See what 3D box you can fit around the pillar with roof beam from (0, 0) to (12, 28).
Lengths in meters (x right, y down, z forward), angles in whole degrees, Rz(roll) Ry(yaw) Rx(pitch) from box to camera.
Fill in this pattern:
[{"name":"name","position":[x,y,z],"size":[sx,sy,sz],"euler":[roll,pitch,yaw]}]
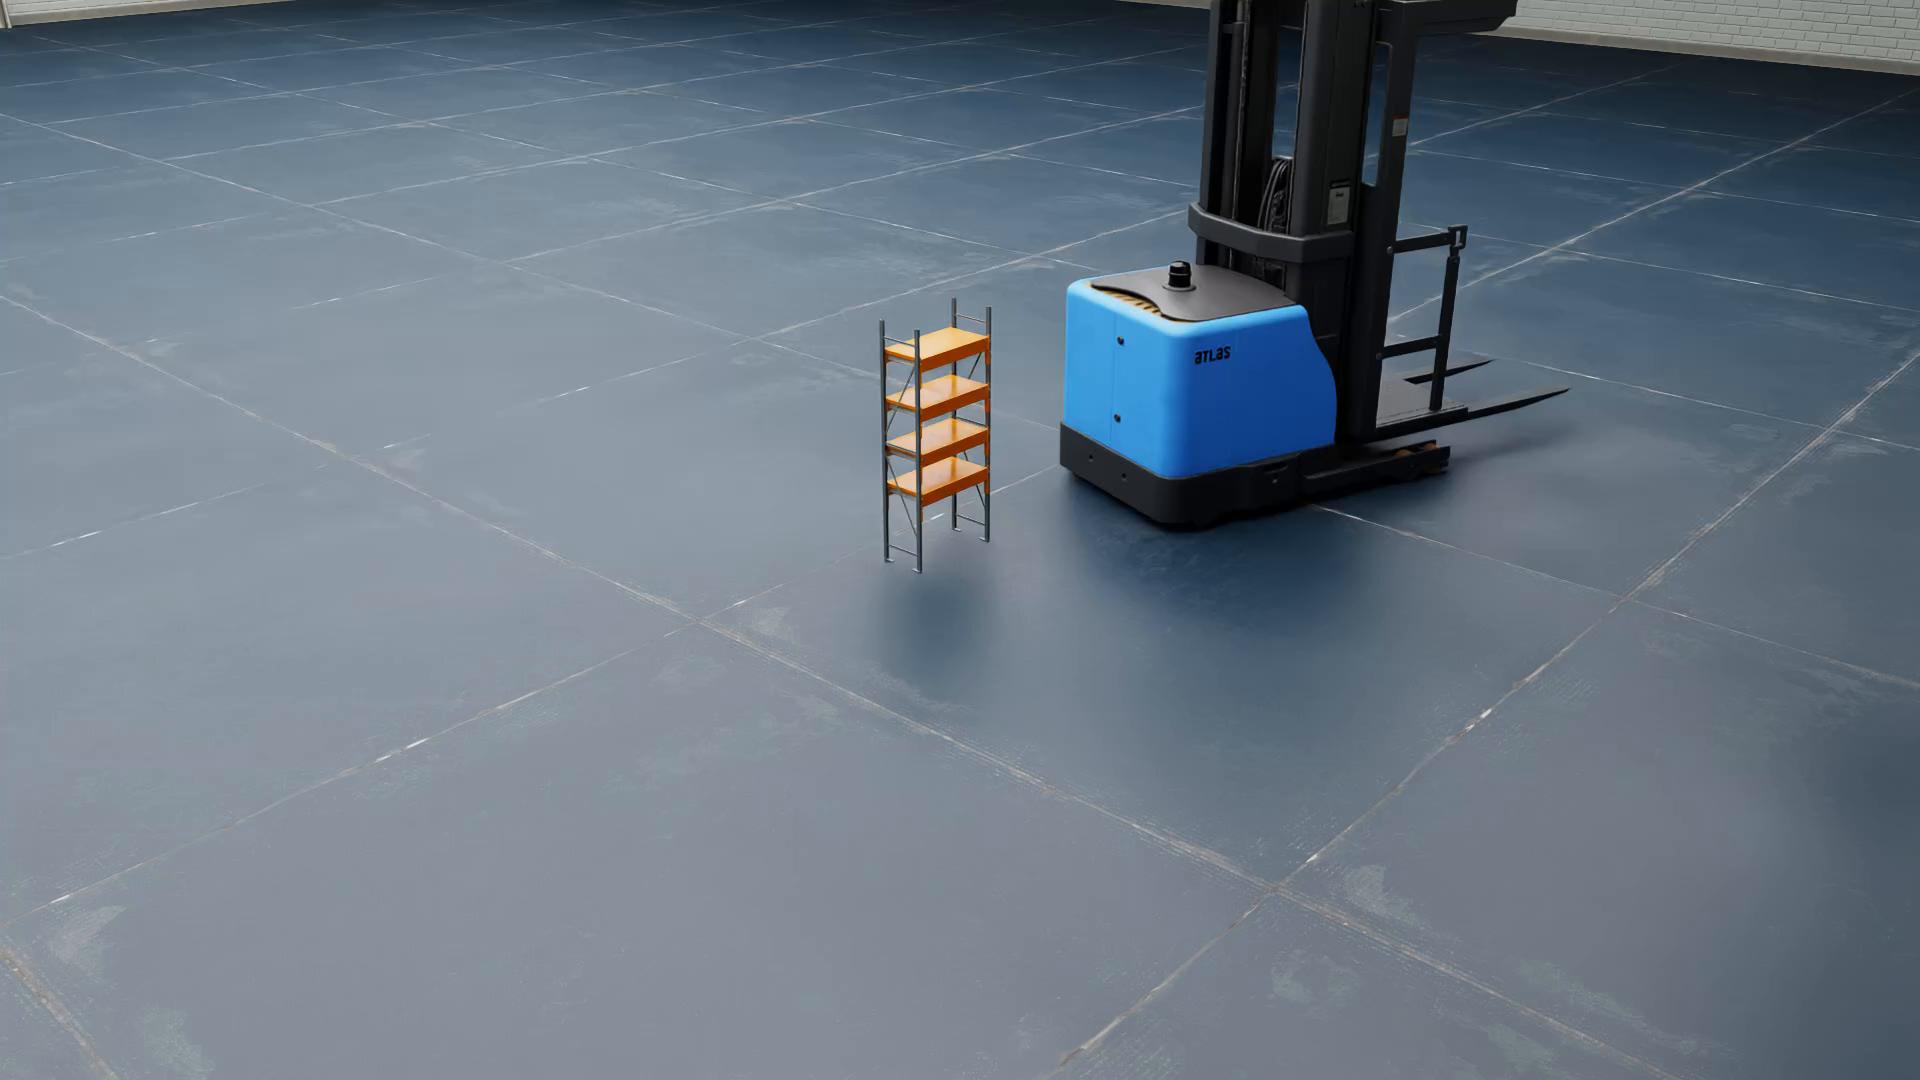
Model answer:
[{"name":"pillar with roof beam","position":[-12.072,-11.034,21.861],"size":[9.100,9.000,0.400],"euler":[20,31,38]}]

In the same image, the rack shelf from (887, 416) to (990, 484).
[{"name":"rack shelf","position":[-0.110,-0.436,7.920],"size":[0.258,0.148,0.480],"euler":[20,31,38]}]

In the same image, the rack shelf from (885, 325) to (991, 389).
[{"name":"rack shelf","position":[-0.110,-0.856,7.731],"size":[0.258,0.148,0.480],"euler":[20,31,38]}]

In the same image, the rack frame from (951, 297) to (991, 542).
[{"name":"rack frame","position":[0.052,-0.571,8.058],"size":[0.240,1.200,0.015],"euler":[20,31,38]}]

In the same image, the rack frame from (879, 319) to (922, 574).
[{"name":"rack frame","position":[-0.273,-0.423,7.726],"size":[0.240,1.200,0.015],"euler":[20,31,38]}]

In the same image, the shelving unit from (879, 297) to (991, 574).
[{"name":"shelving unit","position":[-0.110,-0.497,7.892],"size":[0.258,1.200,0.503],"euler":[20,31,38]}]

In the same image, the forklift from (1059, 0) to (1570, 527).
[{"name":"forklift","position":[2.075,-1.829,8.746],"size":[3.031,2.935,1.130],"euler":[-13,27,-27]}]

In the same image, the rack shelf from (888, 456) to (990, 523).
[{"name":"rack shelf","position":[-0.110,-0.254,8.001],"size":[0.258,0.148,0.480],"euler":[20,31,38]}]

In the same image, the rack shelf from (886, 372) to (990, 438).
[{"name":"rack shelf","position":[-0.110,-0.640,7.828],"size":[0.258,0.148,0.480],"euler":[20,31,38]}]
